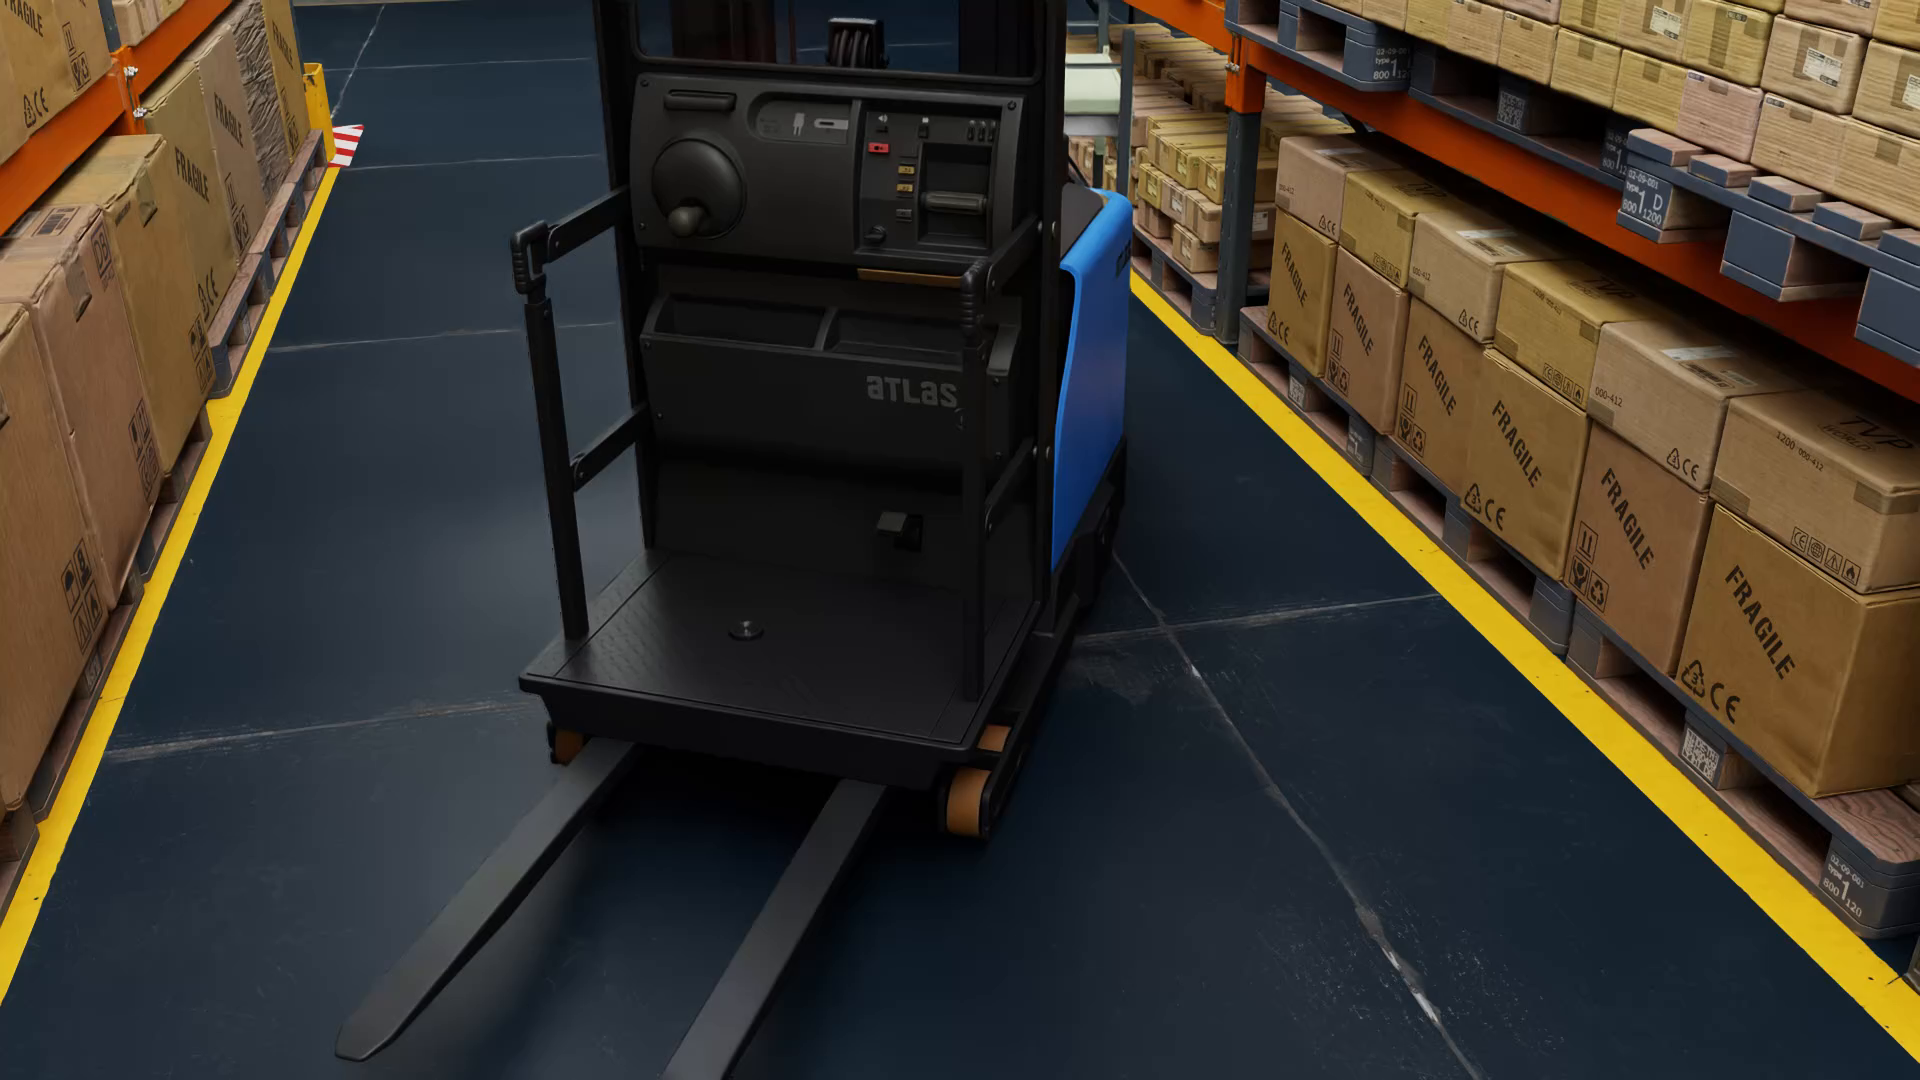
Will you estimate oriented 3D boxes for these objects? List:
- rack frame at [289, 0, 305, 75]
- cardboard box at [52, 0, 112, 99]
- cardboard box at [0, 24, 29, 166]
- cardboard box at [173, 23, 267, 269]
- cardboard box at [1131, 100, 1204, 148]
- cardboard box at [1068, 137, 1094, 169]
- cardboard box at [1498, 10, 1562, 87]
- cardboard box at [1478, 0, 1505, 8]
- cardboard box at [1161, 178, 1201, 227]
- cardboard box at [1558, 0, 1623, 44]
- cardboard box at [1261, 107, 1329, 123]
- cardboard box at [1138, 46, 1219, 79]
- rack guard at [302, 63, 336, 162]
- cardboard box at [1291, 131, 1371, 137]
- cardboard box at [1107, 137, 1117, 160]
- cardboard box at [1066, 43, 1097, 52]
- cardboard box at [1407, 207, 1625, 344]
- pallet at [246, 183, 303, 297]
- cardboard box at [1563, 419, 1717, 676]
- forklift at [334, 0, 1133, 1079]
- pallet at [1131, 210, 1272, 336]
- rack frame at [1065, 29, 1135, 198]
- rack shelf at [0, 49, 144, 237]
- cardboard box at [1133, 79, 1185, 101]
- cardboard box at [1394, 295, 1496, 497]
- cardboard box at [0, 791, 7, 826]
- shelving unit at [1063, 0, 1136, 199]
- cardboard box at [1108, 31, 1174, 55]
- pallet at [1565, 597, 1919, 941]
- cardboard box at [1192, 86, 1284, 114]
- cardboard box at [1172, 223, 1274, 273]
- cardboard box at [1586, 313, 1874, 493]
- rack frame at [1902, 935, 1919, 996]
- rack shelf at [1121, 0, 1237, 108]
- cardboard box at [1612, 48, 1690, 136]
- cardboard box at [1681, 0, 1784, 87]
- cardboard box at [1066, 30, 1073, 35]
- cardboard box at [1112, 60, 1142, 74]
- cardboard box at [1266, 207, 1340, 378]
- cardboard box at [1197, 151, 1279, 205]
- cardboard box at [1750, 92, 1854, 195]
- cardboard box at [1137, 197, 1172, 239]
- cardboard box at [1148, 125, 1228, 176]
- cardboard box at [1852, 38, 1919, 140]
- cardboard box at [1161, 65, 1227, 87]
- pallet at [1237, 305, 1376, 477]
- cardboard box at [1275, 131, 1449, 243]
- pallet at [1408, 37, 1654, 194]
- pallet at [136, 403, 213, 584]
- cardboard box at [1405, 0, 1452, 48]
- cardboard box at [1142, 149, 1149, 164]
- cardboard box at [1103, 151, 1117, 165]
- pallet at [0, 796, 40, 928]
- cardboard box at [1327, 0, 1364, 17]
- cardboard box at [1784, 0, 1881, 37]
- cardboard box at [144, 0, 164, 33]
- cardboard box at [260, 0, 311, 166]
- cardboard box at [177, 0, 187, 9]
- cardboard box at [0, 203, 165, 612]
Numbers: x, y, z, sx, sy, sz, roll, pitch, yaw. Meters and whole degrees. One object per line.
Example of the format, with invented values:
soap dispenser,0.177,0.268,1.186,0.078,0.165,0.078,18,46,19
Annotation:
rack frame,-4.205,-3.504,8.863,1.000,3.000,0.127,-6,27,-12
cardboard box,-2.932,-1.615,5.010,0.500,0.500,0.500,-6,27,-11
cardboard box,-2.703,-1.169,4.125,0.500,0.500,0.500,-6,27,-12
cardboard box,-3.577,-1.680,7.141,0.875,0.875,0.875,-6,27,-12
cardboard box,0.925,-1.966,7.853,0.380,0.149,0.250,-7,28,-14
cardboard box,0.730,-2.057,8.694,0.380,0.149,0.250,-7,28,-14
cardboard box,1.610,-1.260,4.231,0.380,0.149,0.250,-5,27,-10
cardboard box,1.547,-1.509,4.394,0.380,0.149,0.250,-6,28,-13
cardboard box,1.098,-1.478,7.218,0.380,0.149,0.250,-7,28,-14
cardboard box,1.664,-1.282,3.943,0.380,0.149,0.250,-6,27,-12
cardboard box,1.485,-1.905,7.733,0.380,0.149,0.250,-7,28,-13
cardboard box,1.196,-2.600,9.110,0.380,0.149,0.250,-7,28,-14
rack guard,-4.211,-2.399,9.448,1.175,0.500,0.348,-6,27,-12
cardboard box,1.671,-1.687,7.301,0.380,0.149,0.250,-5,27,-9
cardboard box,0.942,-1.944,8.140,0.380,0.149,0.250,-7,28,-14
cardboard box,0.548,-2.647,9.203,0.380,0.149,0.250,-6,27,-12
cardboard box,1.694,-0.805,4.991,0.500,0.250,0.500,-5,27,-10
pallet,-3.677,-1.382,7.753,1.003,0.211,1.213,-6,27,-12
cardboard box,1.936,-0.014,4.256,0.500,0.500,0.500,-5,27,-10
forklift,-0.373,-0.811,3.605,1.130,2.935,3.031,7,28,14
pallet,1.366,-1.254,7.500,1.003,0.211,1.213,-6,27,-12
rack frame,0.315,-0.833,5.236,0.400,1.500,0.023,-1,27,-1
rack shelf,-2.853,-0.549,3.807,1.077,0.370,4.000,-6,27,-12
cardboard box,0.903,-2.203,8.323,0.380,0.149,0.250,-6,27,-11
cardboard box,1.712,-0.467,5.154,0.500,0.500,0.500,-5,27,-11
cardboard box,-2.538,0.464,2.894,1.225,0.875,0.875,-7,28,-14
shelving unit,0.308,-0.998,5.563,0.431,1.500,0.755,-1,27,-1
cardboard box,1.017,-2.821,9.548,0.380,0.149,0.250,-5,27,-11
pallet,2.278,0.450,4.124,1.003,0.211,1.213,-6,27,-12
cardboard box,1.366,-2.136,8.191,0.380,0.149,0.250,-7,28,-14
cardboard box,1.131,-1.260,7.115,0.380,0.149,0.250,-6,27,-11
cardboard box,1.919,-0.352,4.094,0.500,0.250,0.500,-6,27,-11
rack frame,2.453,-0.451,2.815,1.000,3.000,0.127,-6,27,-12
rack shelf,1.101,-2.764,8.196,1.077,0.370,4.000,-6,27,-12
cardboard box,1.729,-1.028,3.771,0.380,0.149,0.250,-6,27,-12
cardboard box,1.774,-1.062,3.508,0.380,0.149,0.250,-5,27,-10
cardboard box,0.437,-2.879,9.663,0.380,0.149,0.250,-7,28,-14
cardboard box,0.738,-2.424,8.760,0.380,0.149,0.250,-5,27,-10
cardboard box,1.459,-0.928,6.067,0.500,0.500,0.500,-5,27,-10
cardboard box,1.218,-1.517,6.965,0.380,0.149,0.250,-5,27,-10
cardboard box,1.840,-0.806,3.330,0.380,0.149,0.250,-6,27,-12
cardboard box,1.032,-1.492,7.574,0.380,0.149,0.250,-7,28,-13
cardboard box,1.058,-1.734,7.394,0.380,0.149,0.250,-6,27,-12
cardboard box,1.898,-0.830,3.048,0.380,0.149,0.250,-5,27,-11
cardboard box,1.262,-2.361,8.636,0.380,0.149,0.250,-7,28,-13
pallet,1.728,-0.621,6.246,1.003,0.211,1.213,-6,27,-12
cardboard box,1.460,-1.262,5.898,0.500,0.250,0.500,-7,28,-14
pallet,1.967,-1.231,4.572,1.003,0.211,1.213,-6,27,-12
pallet,-3.056,-0.172,5.357,1.003,0.211,1.213,-6,27,-12
cardboard box,1.492,-1.490,4.687,0.380,0.149,0.250,-6,27,-13
cardboard box,1.059,-1.714,7.685,0.380,0.149,0.250,-6,27,-11
cardboard box,0.904,-1.835,8.255,0.380,0.149,0.250,-5,27,-11
pallet,-2.507,0.899,3.235,1.003,0.211,1.213,-6,27,-12
cardboard box,1.368,-1.721,5.144,0.380,0.149,0.250,-6,27,-11
cardboard box,1.841,-1.071,3.196,0.380,0.149,0.250,-6,27,-12
cardboard box,-3.106,-1.915,5.994,0.380,0.149,0.250,-7,28,-13
cardboard box,-3.983,-2.470,8.707,0.875,0.875,0.875,-6,27,-12
cardboard box,-3.226,-2.146,6.451,0.380,0.149,0.250,-7,28,-13
cardboard box,-2.938,-0.316,4.439,1.225,0.875,0.875,-7,28,-13
